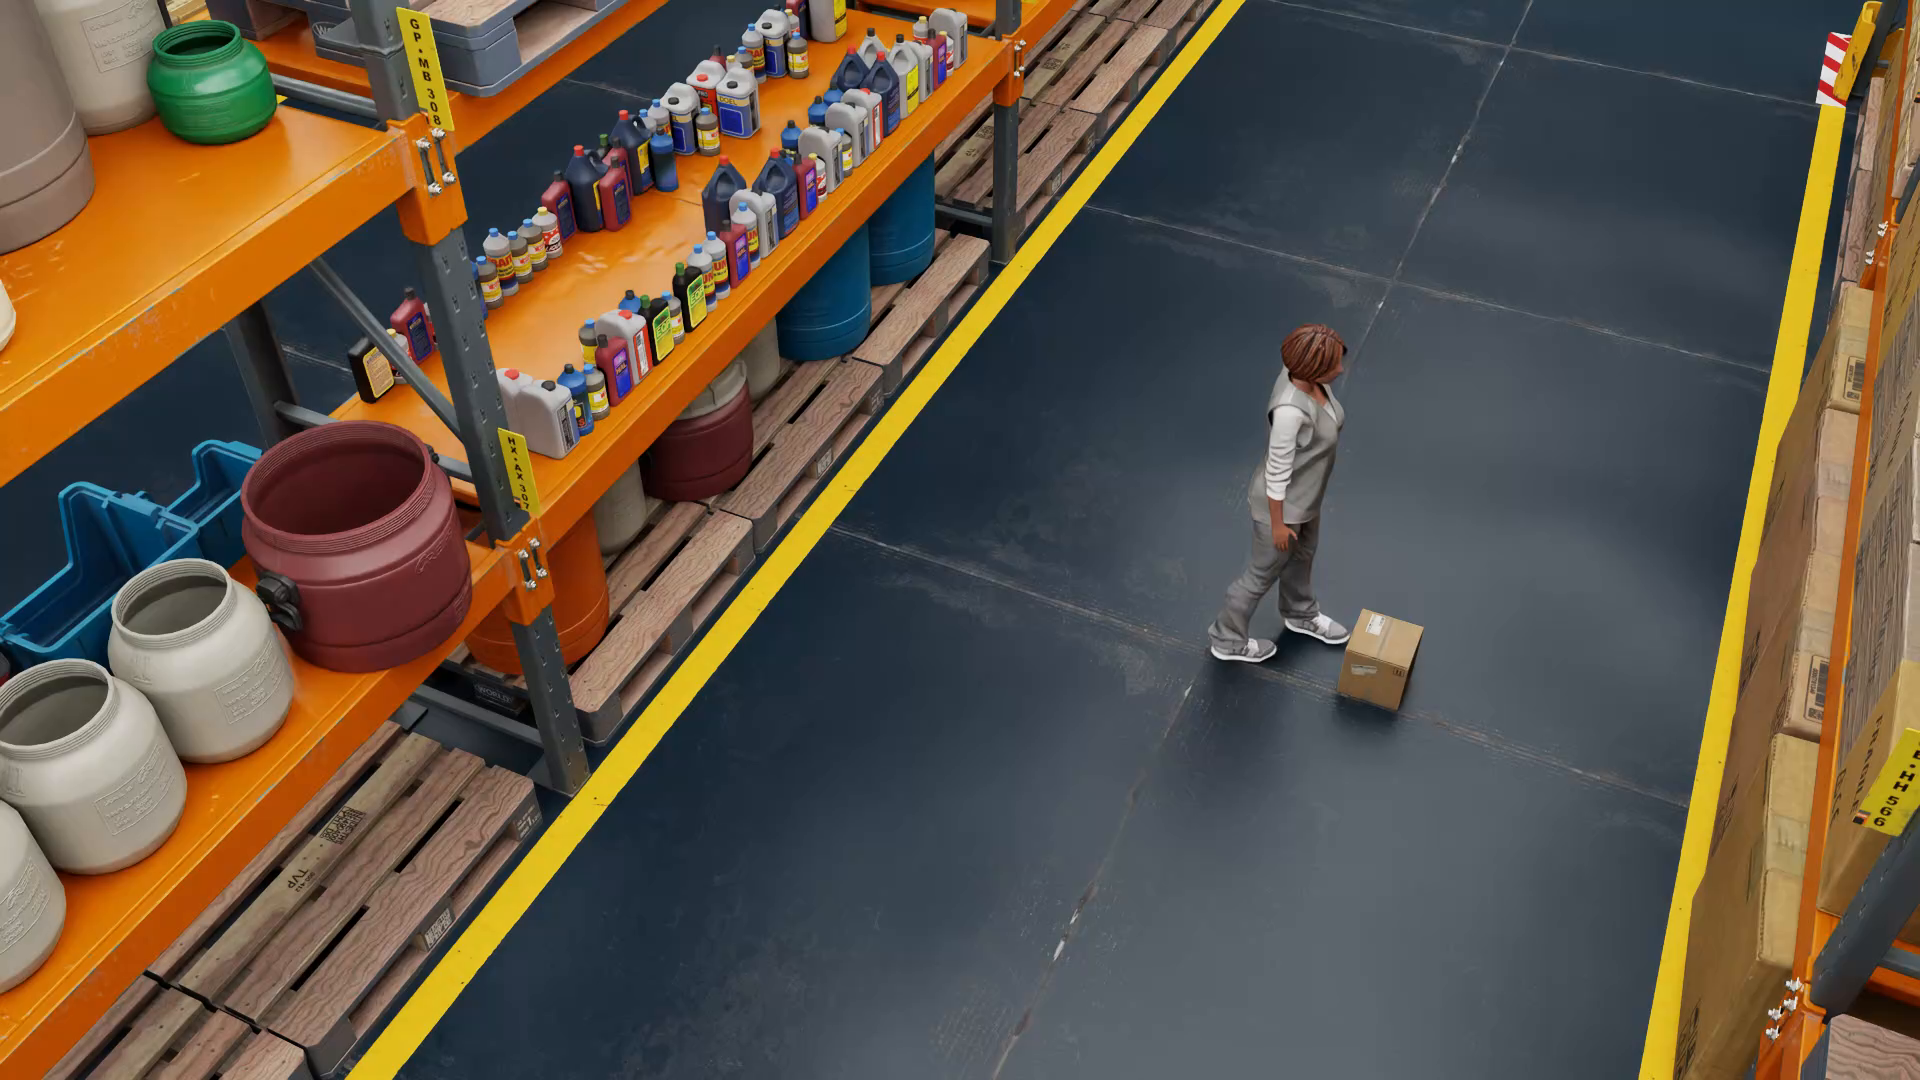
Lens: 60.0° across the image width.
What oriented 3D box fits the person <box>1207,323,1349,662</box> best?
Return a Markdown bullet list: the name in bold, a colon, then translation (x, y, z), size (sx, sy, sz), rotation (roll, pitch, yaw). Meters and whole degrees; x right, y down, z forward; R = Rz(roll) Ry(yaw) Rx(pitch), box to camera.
- **person**: translation (1.309, -0.132, 6.343), size (0.548, 1.552, 0.433), rotation (14, 44, 14)
